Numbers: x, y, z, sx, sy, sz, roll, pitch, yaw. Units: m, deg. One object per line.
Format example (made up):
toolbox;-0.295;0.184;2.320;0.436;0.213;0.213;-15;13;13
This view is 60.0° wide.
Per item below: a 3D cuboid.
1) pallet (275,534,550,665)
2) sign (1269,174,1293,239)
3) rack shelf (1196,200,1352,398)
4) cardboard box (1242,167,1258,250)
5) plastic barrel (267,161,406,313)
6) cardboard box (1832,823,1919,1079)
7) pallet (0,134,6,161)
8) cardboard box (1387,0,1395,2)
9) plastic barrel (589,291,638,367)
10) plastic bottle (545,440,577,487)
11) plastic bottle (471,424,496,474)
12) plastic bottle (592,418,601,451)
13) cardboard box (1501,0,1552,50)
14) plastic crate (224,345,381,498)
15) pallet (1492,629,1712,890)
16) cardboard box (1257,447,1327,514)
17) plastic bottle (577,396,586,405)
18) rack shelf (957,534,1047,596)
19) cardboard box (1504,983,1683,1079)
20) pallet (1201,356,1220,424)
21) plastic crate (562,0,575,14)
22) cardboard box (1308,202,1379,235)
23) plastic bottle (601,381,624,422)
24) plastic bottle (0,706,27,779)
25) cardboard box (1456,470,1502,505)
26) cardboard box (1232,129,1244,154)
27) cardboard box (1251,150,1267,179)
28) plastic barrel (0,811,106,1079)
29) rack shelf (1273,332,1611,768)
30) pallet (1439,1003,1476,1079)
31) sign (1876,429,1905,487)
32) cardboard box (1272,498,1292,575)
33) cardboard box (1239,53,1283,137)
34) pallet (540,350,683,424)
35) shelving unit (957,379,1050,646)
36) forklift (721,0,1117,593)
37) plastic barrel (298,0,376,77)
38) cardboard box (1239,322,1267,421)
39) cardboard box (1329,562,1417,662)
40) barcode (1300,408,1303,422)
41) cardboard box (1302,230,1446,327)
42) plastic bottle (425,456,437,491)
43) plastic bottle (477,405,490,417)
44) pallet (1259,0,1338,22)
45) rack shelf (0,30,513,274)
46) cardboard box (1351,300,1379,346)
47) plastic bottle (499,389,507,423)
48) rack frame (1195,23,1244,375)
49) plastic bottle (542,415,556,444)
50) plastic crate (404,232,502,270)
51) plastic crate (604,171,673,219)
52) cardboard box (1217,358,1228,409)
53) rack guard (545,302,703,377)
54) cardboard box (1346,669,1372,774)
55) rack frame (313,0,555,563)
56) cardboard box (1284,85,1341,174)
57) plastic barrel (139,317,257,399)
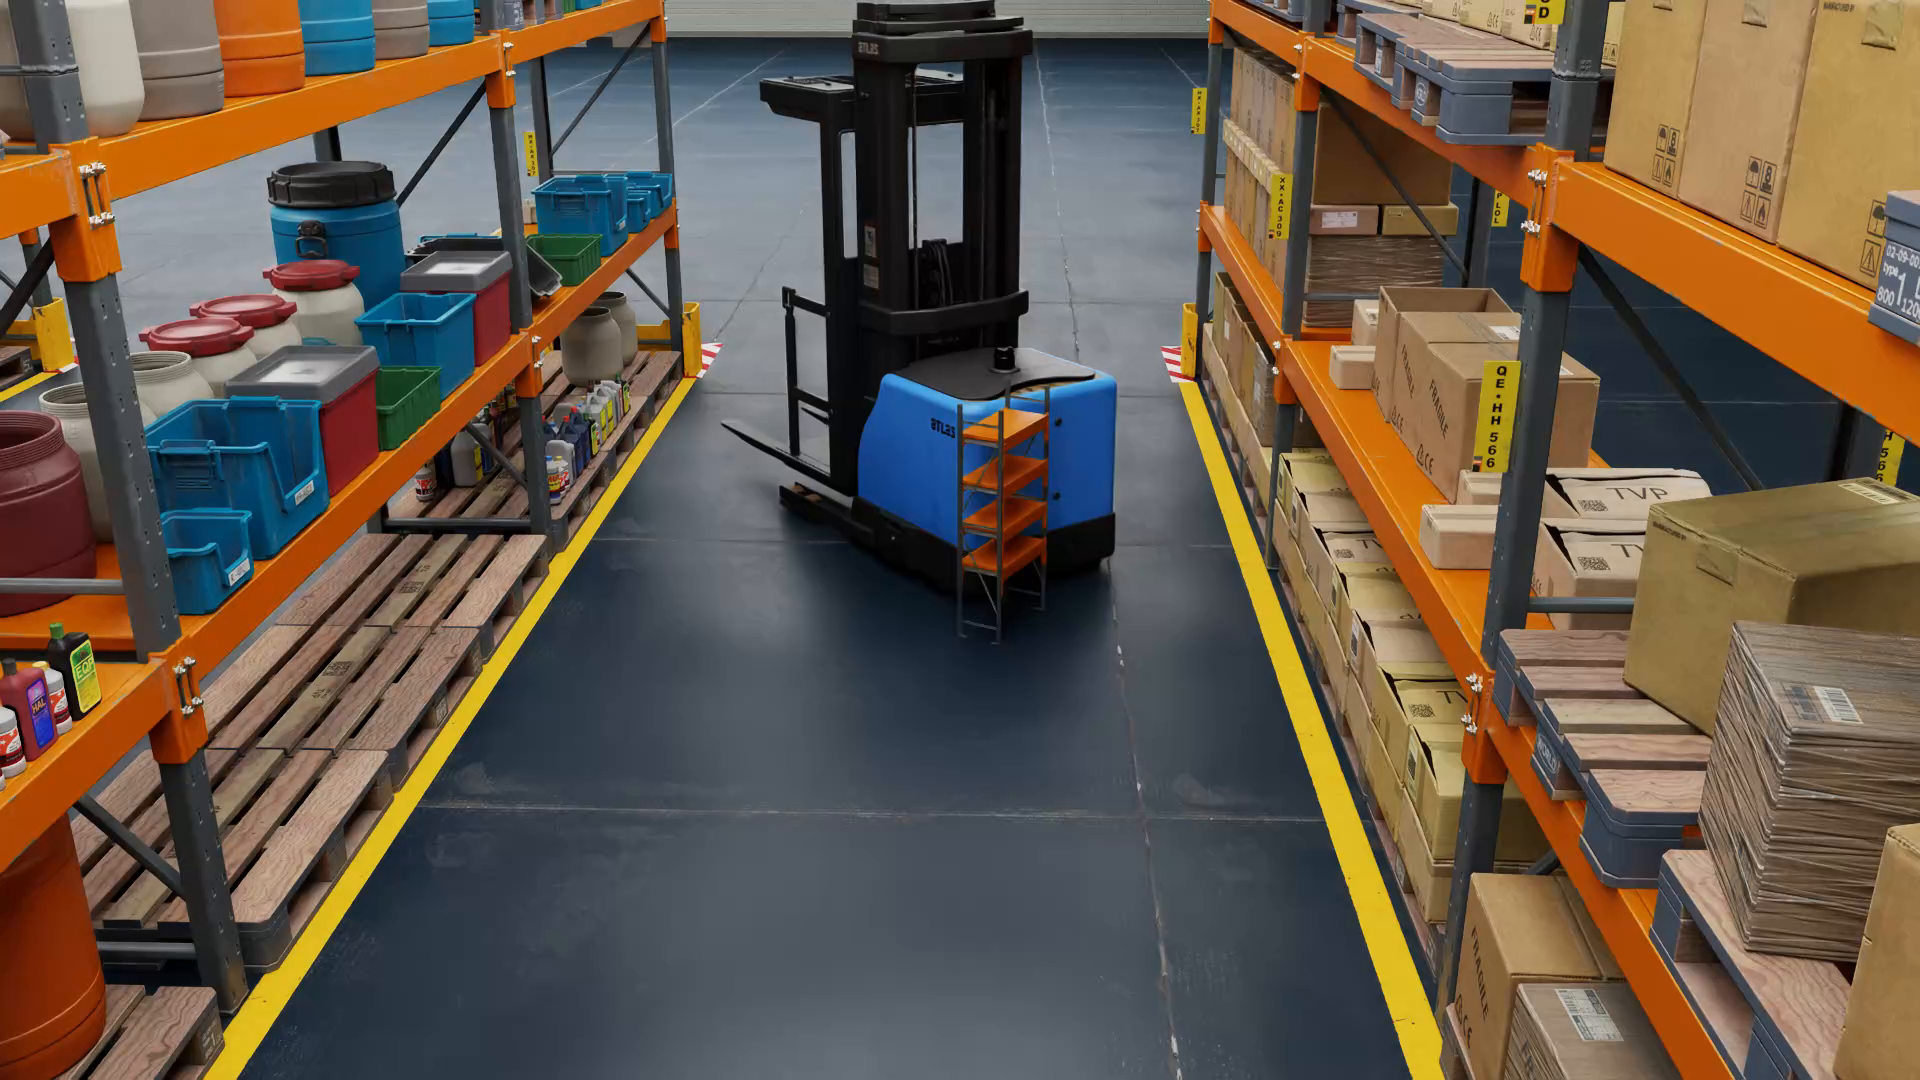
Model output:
pallet;-2.755;0.283;8.507;1.003;0.211;1.213;1;21;2
sign;1.627;-1.691;8.435;0.100;0.325;0.005;1;21;2
rack shelf;2.242;-1.633;10.586;1.077;0.370;4.000;1;21;2
cardboard box;2.244;-2.200;10.915;0.700;0.500;0.500;1;21;2
plastic barrel;-3.084;-1.399;8.294;0.600;0.901;0.708;1;21;2
cardboard box;1.930;0.765;2.691;0.700;0.500;0.500;-5;22;-12
pallet;-3.012;-0.890;3.790;1.003;0.211;1.213;1;21;2
cardboard box;2.153;-2.547;7.427;0.500;0.250;0.500;3;21;7
plastic barrel;-2.591;-1.545;12.222;0.421;0.512;0.421;0;21;0
plastic bottle;-2.339;-0.464;9.736;0.152;0.276;0.135;1;21;4
plastic bottle;-2.883;-0.549;9.955;0.152;0.276;0.135;1;21;2
plastic bottle;-2.292;-0.659;10.342;0.097;0.201;0.097;0;21;0
cardboard box;2.015;-1.678;5.186;0.500;0.250;0.500;1;21;3
plastic crate;-2.536;-0.466;6.494;0.402;0.464;0.583;1;21;2
pallet;2.109;0.536;4.266;1.213;0.211;1.003;1;21;2
cardboard box;1.977;-0.329;9.452;0.500;0.250;0.500;1;21;2
plastic bottle;-2.430;-0.833;10.789;0.097;0.201;0.097;0;21;0
rack shelf;0.215;0.109;8.325;0.258;0.148;0.480;11;24;27
cardboard box;1.750;1.512;4.333;0.500;0.500;0.500;0;21;0
pallet;2.322;-1.115;12.110;1.003;0.211;1.213;1;21;2
plastic crate;-2.449;-3.168;9.694;0.336;0.188;0.450;1;21;2
cardboard box;1.976;-1.695;8.716;0.380;0.149;0.250;1;21;2
plastic bottle;-2.300;-0.923;10.918;0.152;0.276;0.135;1;21;2
plastic bottle;-2.506;0.514;4.333;0.097;0.201;0.097;0;21;0
cardboard box;2.042;-0.144;6.100;0.380;0.149;0.250;2;21;6
cardboard box;2.062;-2.716;11.346;0.380;0.149;0.250;1;21;2
cardboard box;2.028;-2.345;10.392;0.380;0.149;0.250;1;21;2
plastic barrel;-2.889;1.138;4.869;0.600;0.830;0.708;1;21;2
rack shelf;2.121;-0.187;6.858;1.077;0.370;4.000;1;21;2
pallet;1.999;1.770;4.674;1.003;0.211;1.213;1;21;2
sign;2.603;-0.299;4.663;0.100;0.325;0.005;1;21;2
cardboard box;1.922;-0.016;8.645;0.500;0.250;0.500;0;21;0
cardboard box;2.264;-2.965;11.092;0.700;0.500;0.500;0;21;0
pallet;-2.633;-1.126;12.139;1.003;0.211;1.213;1;21;2
shelving unit;0.215;-0.139;8.229;0.258;1.200;0.503;11;24;27
forklift;-0.419;-1.563;9.504;1.130;2.935;3.031;-15;26;-33
plastic barrel;-2.608;-2.274;6.404;0.600;0.901;0.708;1;21;2
cardboard box;2.015;-1.040;10.248;0.500;0.500;0.500;1;21;2
cardboard box;1.874;0.282;7.101;0.500;0.311;0.500;1;21;3
barcode;1.758;-0.645;8.565;0.001;0.075;0.075;1;21;2
cardboard box;2.189;-1.453;8.988;0.700;0.500;0.500;0;21;0
plastic bottle;-3.085;-0.418;9.605;0.061;0.283;0.133;2;21;4
plastic bottle;-3.013;-0.717;10.388;0.152;0.276;0.135;1;21;3
pallet;2.182;-2.911;8.861;1.003;0.211;1.213;1;21;2
rack shelf;-2.830;-1.641;6.460;1.077;0.370;4.000;1;21;2
cardboard box;2.210;-0.997;8.159;0.500;0.250;0.500;2;21;5
plastic bottle;-3.025;-0.905;10.877;0.097;0.271;0.097;0;21;0
rack frame;2.303;-2.692;12.319;1.000;3.000;0.127;1;21;2
plastic bottle;-2.474;-0.560;9.880;0.144;0.351;0.185;1;21;2
plastic crate;-3.007;-1.635;9.802;0.499;0.251;0.616;1;21;2
plastic crate;-2.364;-2.494;12.015;0.499;0.251;0.616;1;21;2
cardboard box;2.037;-1.053;11.315;0.500;0.250;0.500;1;21;2
rack guard;-2.603;-1.554;12.843;1.175;0.500;0.348;1;21;2
cardboard box;1.862;0.726;6.732;0.500;0.250;0.500;1;21;3
rack frame;-2.769;-1.301;8.736;1.000;3.000;0.127;1;21;2
cardboard box;2.203;-2.240;9.224;0.700;0.500;0.500;1;21;1
plastic barrel;-3.053;-0.599;6.739;0.433;0.535;0.433;0;21;0
